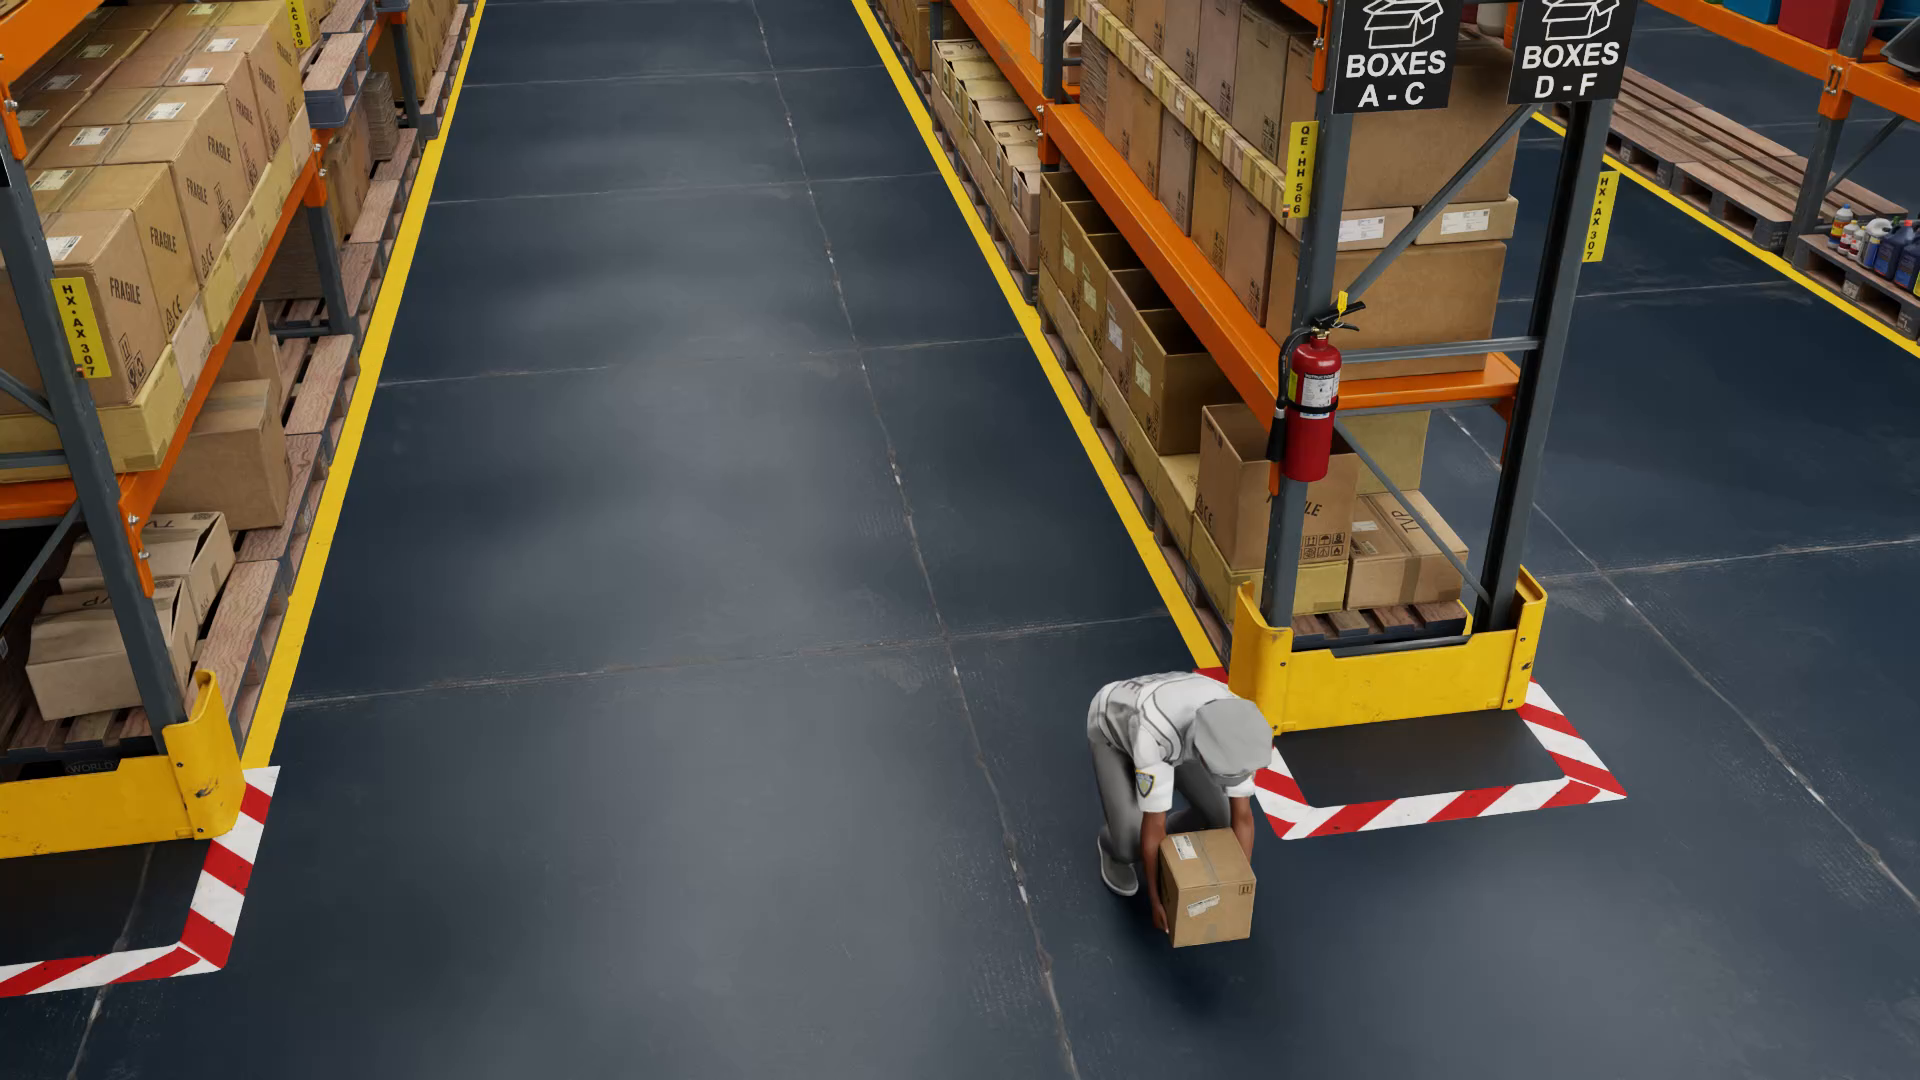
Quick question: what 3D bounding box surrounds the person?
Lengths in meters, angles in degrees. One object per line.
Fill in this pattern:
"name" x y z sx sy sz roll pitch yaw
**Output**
"person" 0.707 0.795 5.476 0.458 0.985 0.860 -7 32 -11
